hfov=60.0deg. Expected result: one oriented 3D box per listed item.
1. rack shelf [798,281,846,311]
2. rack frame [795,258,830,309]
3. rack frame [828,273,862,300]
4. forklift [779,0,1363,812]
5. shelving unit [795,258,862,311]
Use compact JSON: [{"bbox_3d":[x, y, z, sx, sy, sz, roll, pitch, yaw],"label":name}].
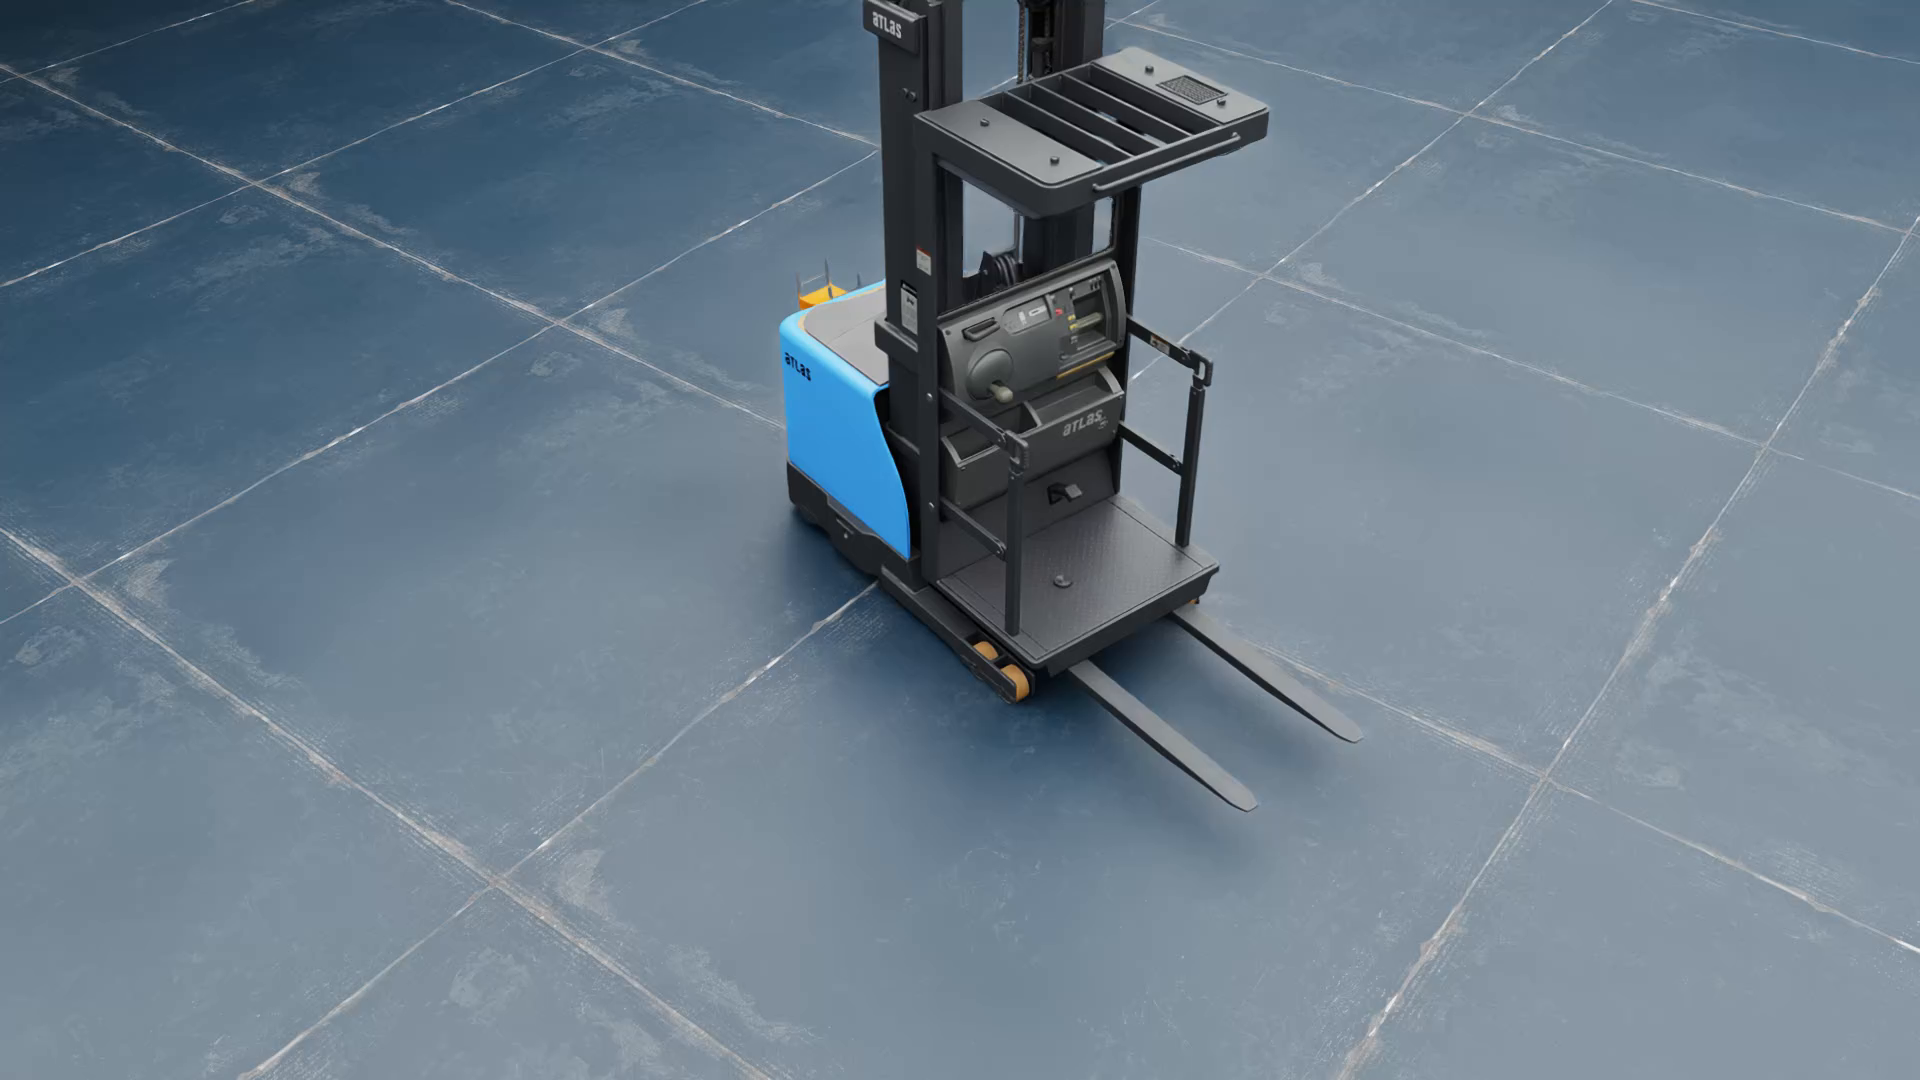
[{"bbox_3d":[-0.630,-1.091,8.199,0.215,0.259,0.240,-31,44,-33],"label":"rack shelf"},{"bbox_3d":[-0.702,-0.917,8.431,0.200,1.050,0.008,-31,44,-33],"label":"rack frame"},{"bbox_3d":[-0.533,-0.821,8.283,0.200,1.050,0.008,-31,44,-33],"label":"rack frame"},{"bbox_3d":[0.447,-0.794,6.748,1.130,2.935,3.031,-26,45,-29],"label":"forklift"},{"bbox_3d":[-0.618,-0.869,8.357,0.215,1.050,0.252,-31,44,-33],"label":"shelving unit"}]
